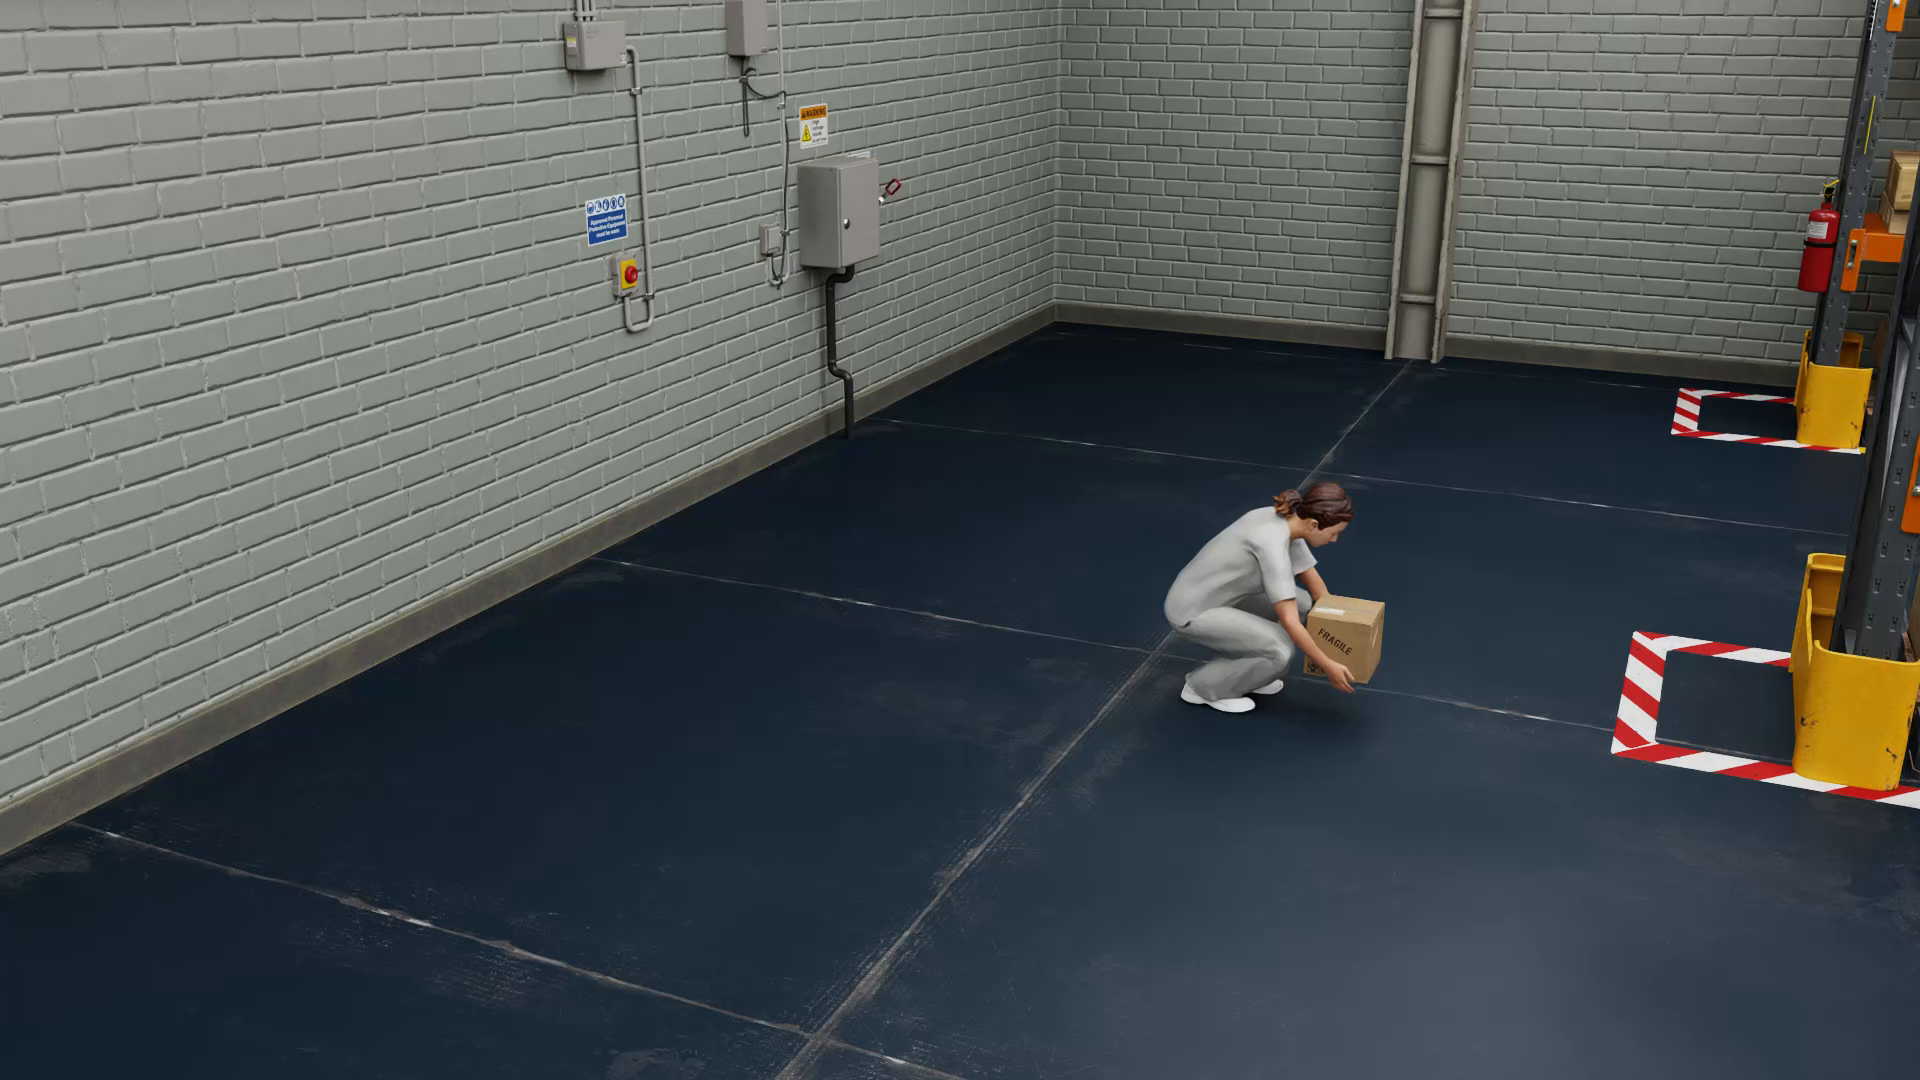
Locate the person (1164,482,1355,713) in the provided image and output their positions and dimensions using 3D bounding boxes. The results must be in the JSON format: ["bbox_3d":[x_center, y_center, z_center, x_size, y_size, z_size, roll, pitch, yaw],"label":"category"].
[{"bbox_3d":[1.216,0.211,6.595,0.792,0.939,0.475,8,21,23],"label":"person"}]
